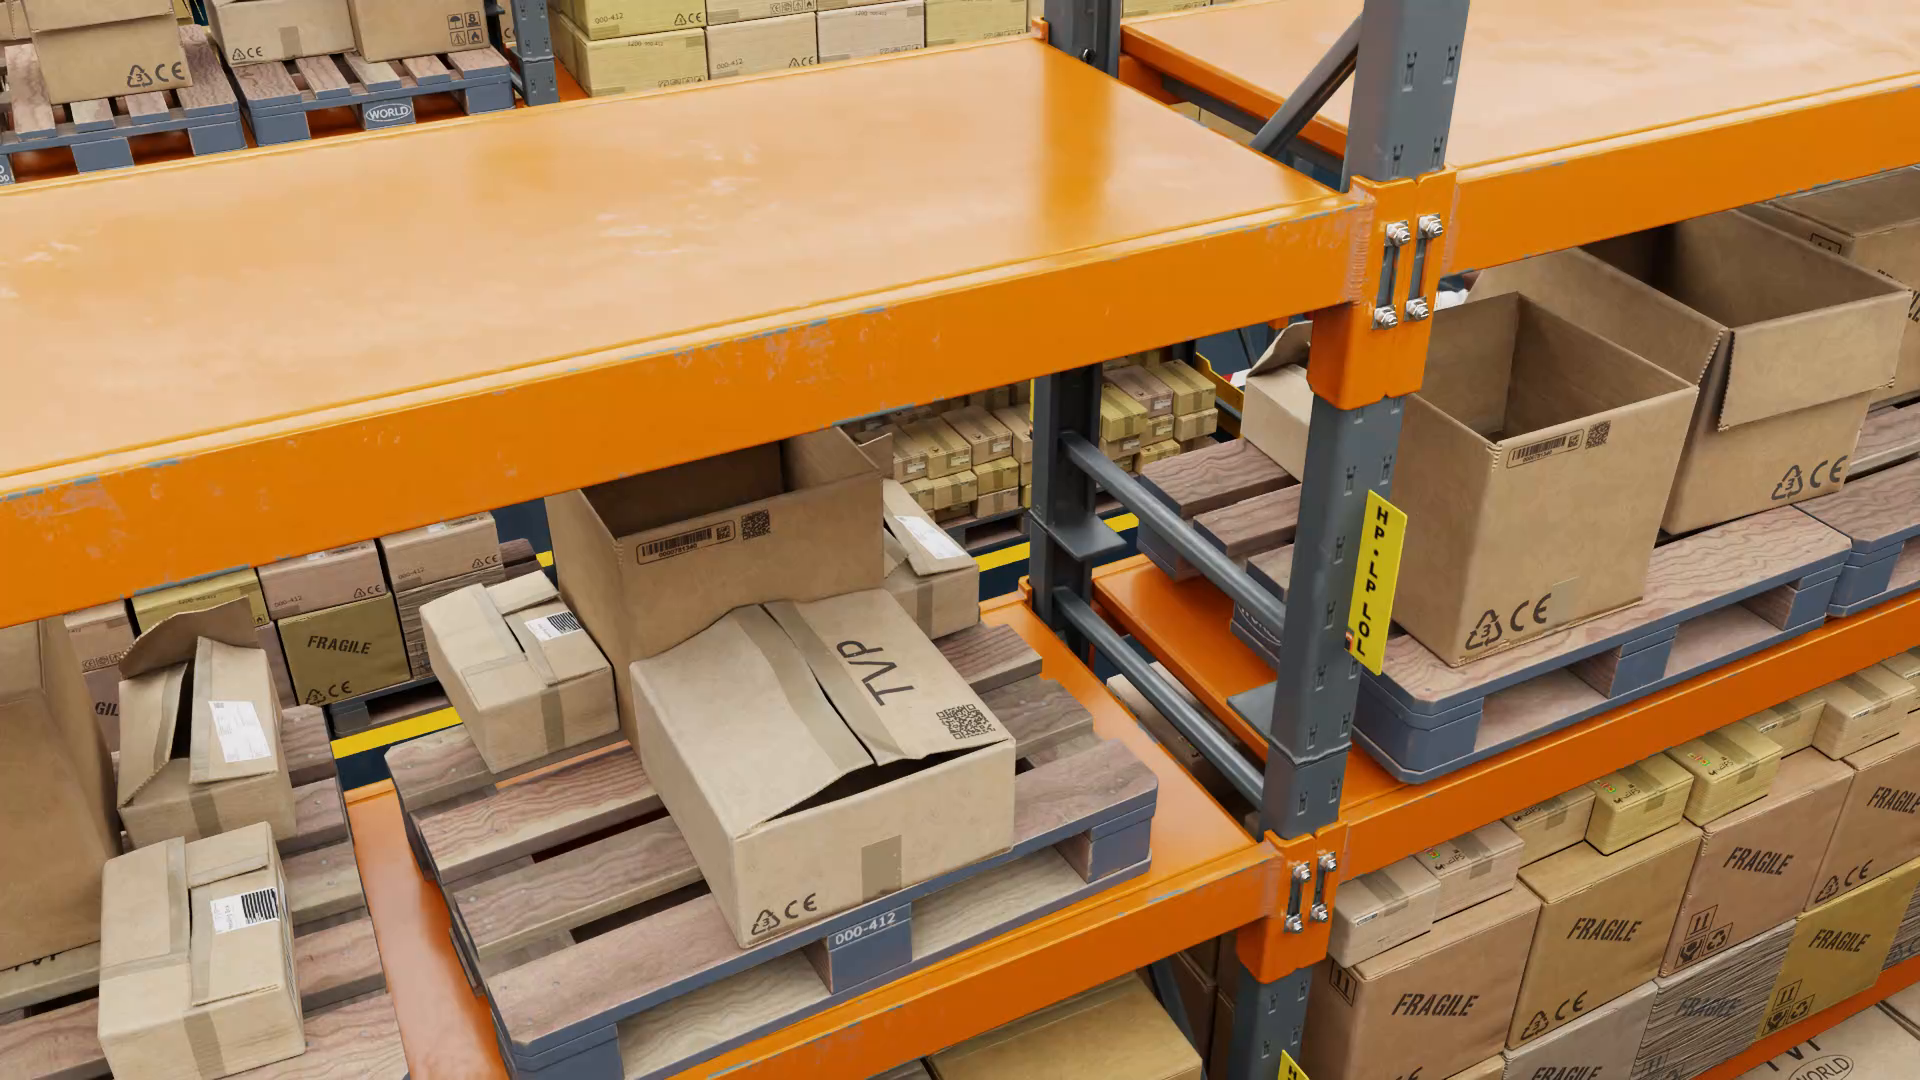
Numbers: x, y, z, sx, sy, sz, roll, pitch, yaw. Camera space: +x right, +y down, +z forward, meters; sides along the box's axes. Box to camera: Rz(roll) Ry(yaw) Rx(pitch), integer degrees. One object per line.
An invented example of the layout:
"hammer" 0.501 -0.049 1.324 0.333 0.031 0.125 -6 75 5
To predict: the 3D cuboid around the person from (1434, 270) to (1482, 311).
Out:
"person" 2.699 -0.712 8.719 1.052 1.724 0.650 -11 34 -16
